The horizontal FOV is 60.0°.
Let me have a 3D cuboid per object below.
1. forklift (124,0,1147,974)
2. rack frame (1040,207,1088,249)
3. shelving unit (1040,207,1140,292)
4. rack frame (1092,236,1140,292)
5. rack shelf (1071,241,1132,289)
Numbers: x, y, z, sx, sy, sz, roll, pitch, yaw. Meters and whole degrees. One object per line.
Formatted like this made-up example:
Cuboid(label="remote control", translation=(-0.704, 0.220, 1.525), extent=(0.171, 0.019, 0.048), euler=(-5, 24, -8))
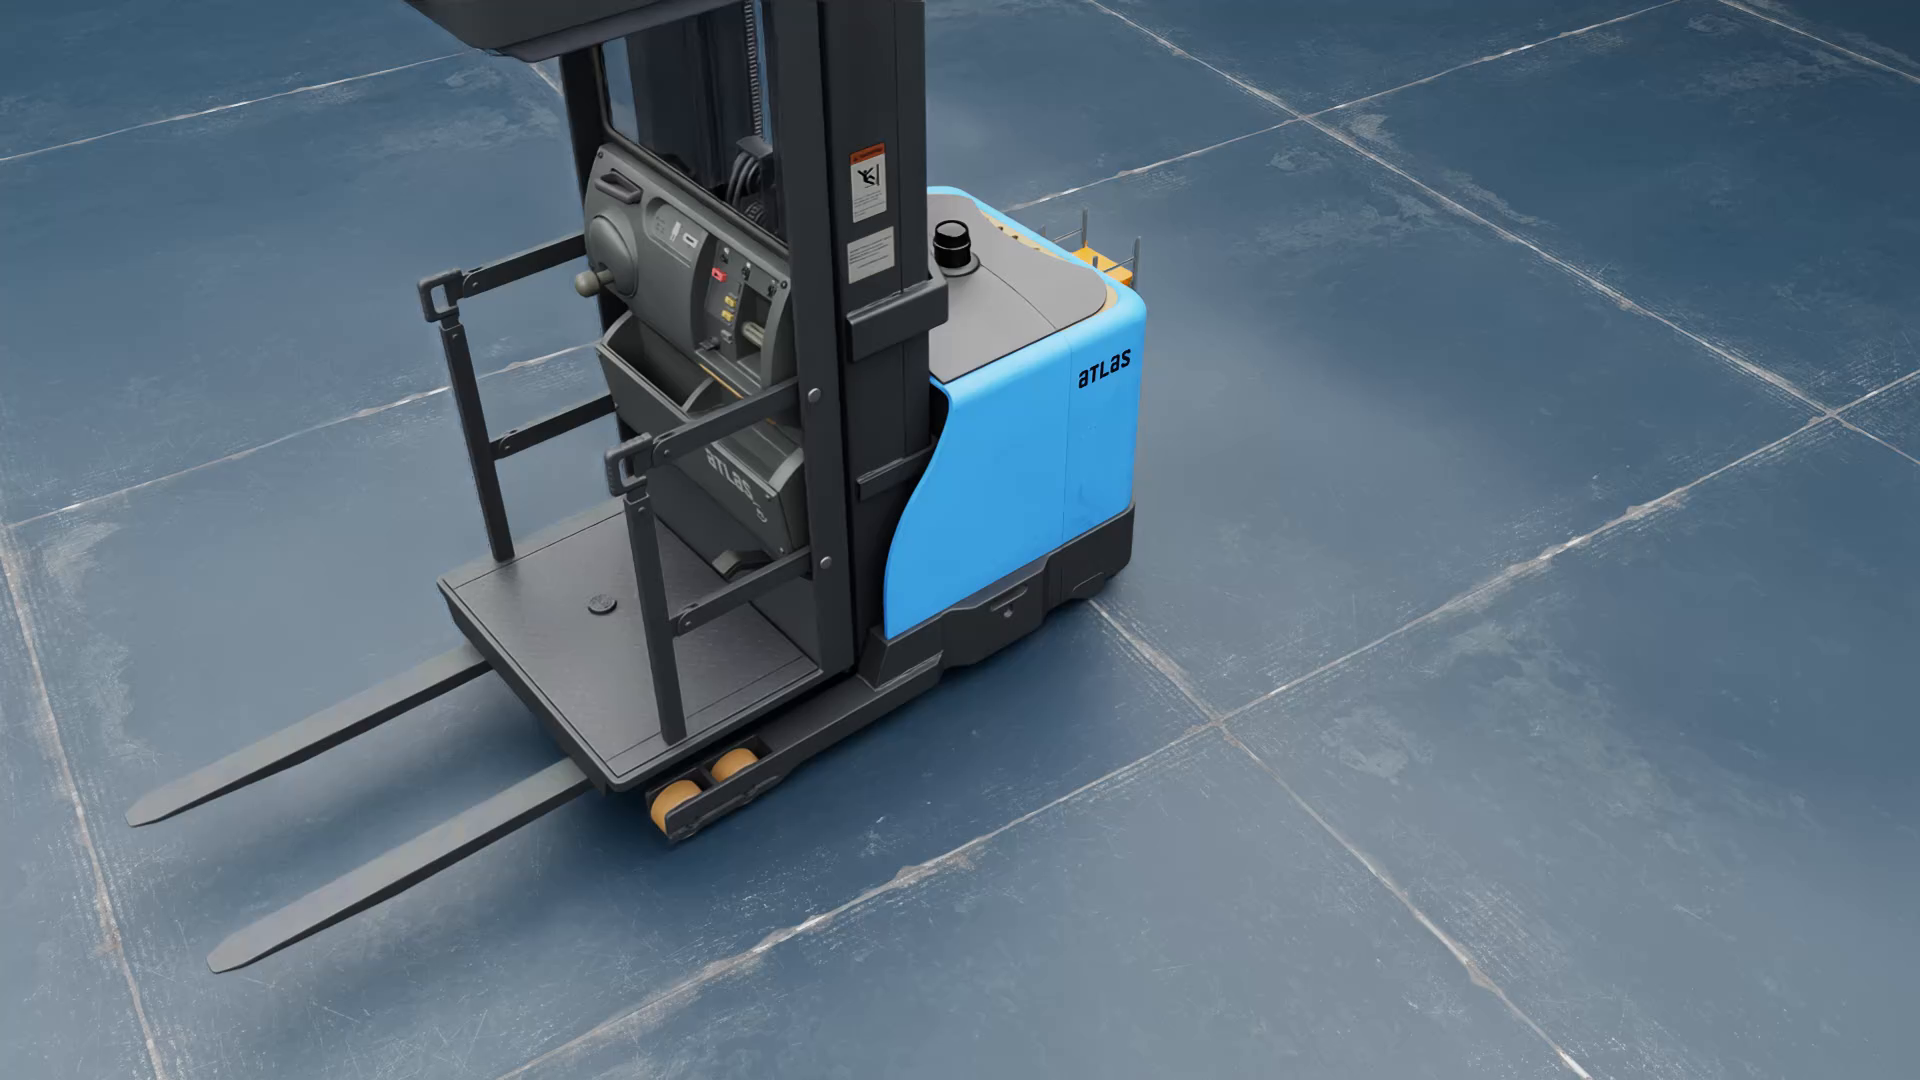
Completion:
Cuboid(label="forklift", translation=(-0.887, -0.660, 4.253), extent=(3.031, 2.935, 1.130), euler=(-28, 47, -29))
Cuboid(label="rack frame", translation=(0.337, -0.636, 5.694), extent=(0.200, 1.050, 0.008), euler=(-28, 47, -29))
Cuboid(label="shelving unit", translation=(0.414, -0.576, 5.621), extent=(0.215, 1.050, 0.252), euler=(-28, 47, -29))
Cuboid(label="rack frame", translation=(0.491, -0.516, 5.549), extent=(0.200, 1.050, 0.008), euler=(-28, 47, -29))
Cuboid(label="rack shelf", translation=(0.414, -0.786, 5.446), extent=(0.215, 0.259, 0.240), euler=(-28, 47, -29))
